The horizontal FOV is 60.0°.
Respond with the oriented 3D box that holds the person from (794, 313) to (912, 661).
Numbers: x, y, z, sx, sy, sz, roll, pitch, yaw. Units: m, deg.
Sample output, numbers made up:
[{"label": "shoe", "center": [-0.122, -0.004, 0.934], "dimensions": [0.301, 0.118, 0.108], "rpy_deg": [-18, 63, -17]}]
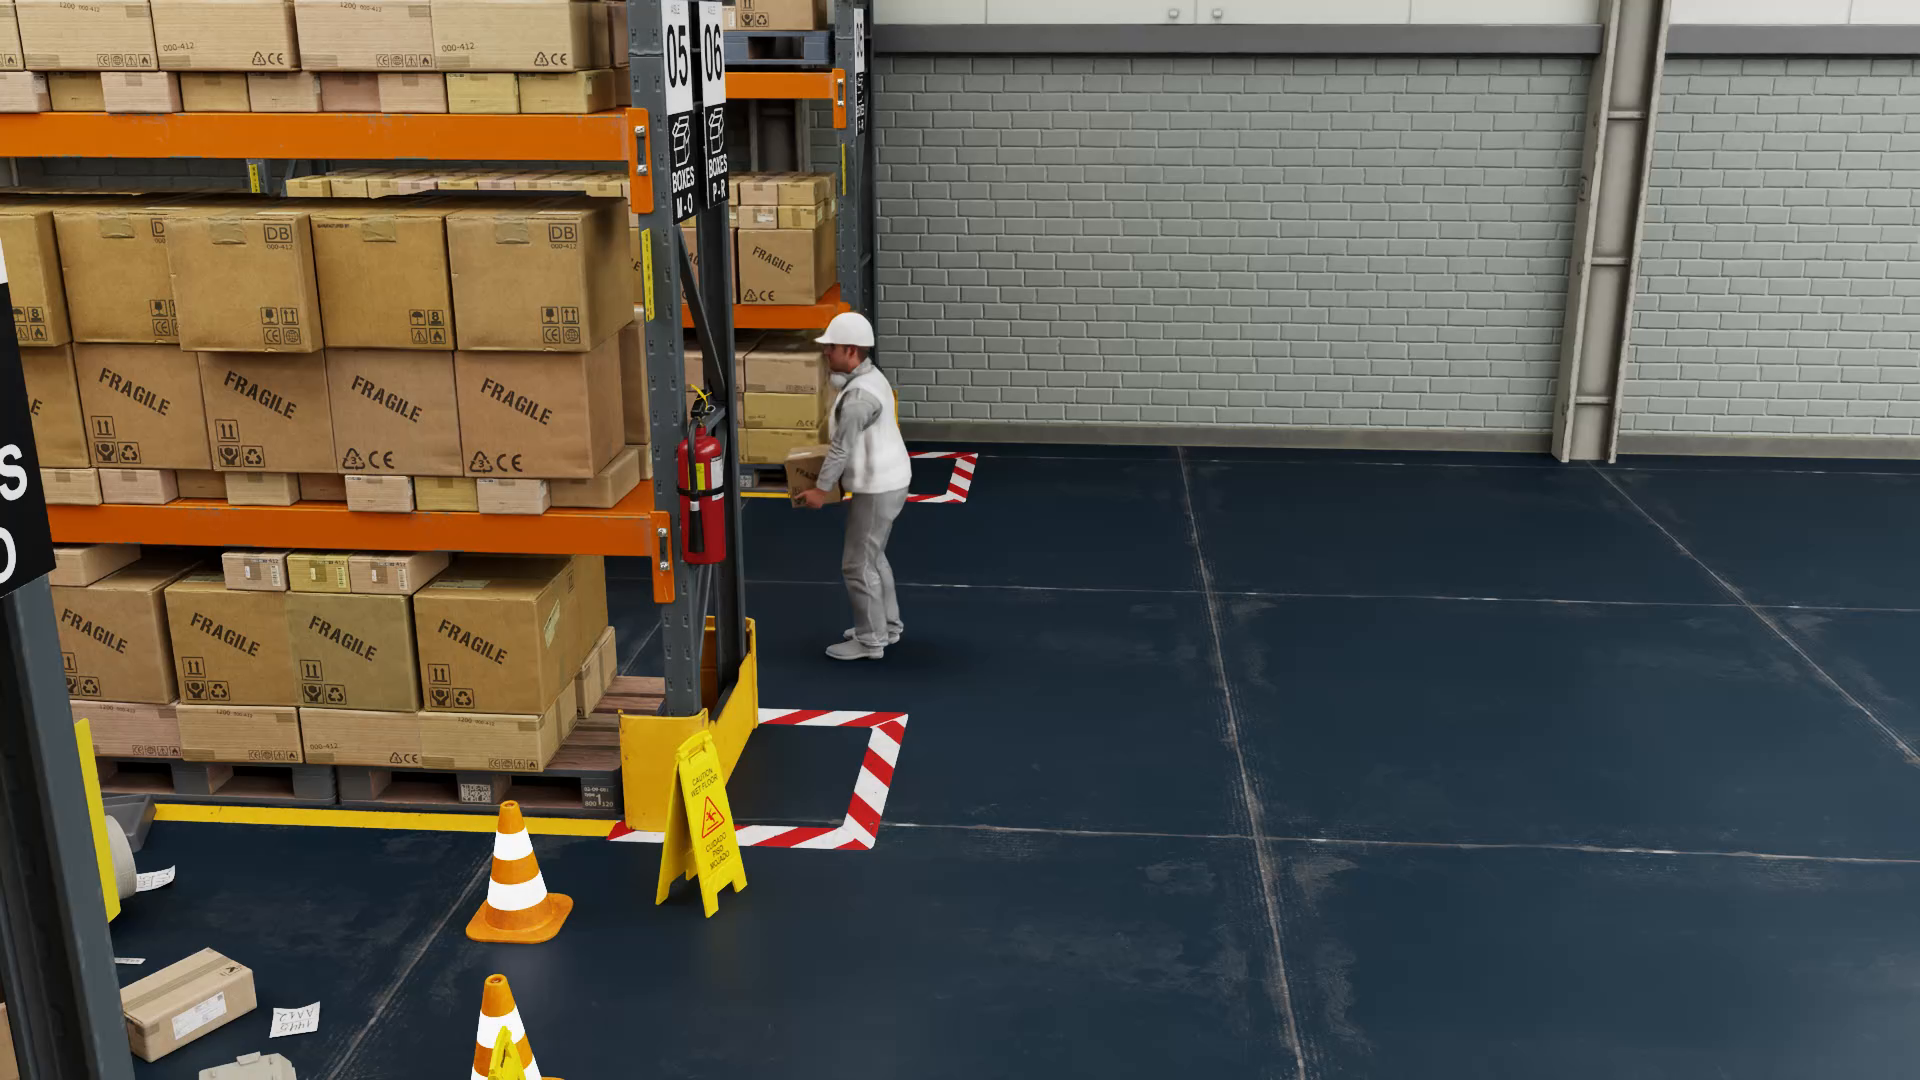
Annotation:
[{"label": "person", "center": [-0.534, -0.267, 8.381], "dimensions": [0.577, 1.765, 0.487], "rpy_deg": [1, 17, 3]}]
